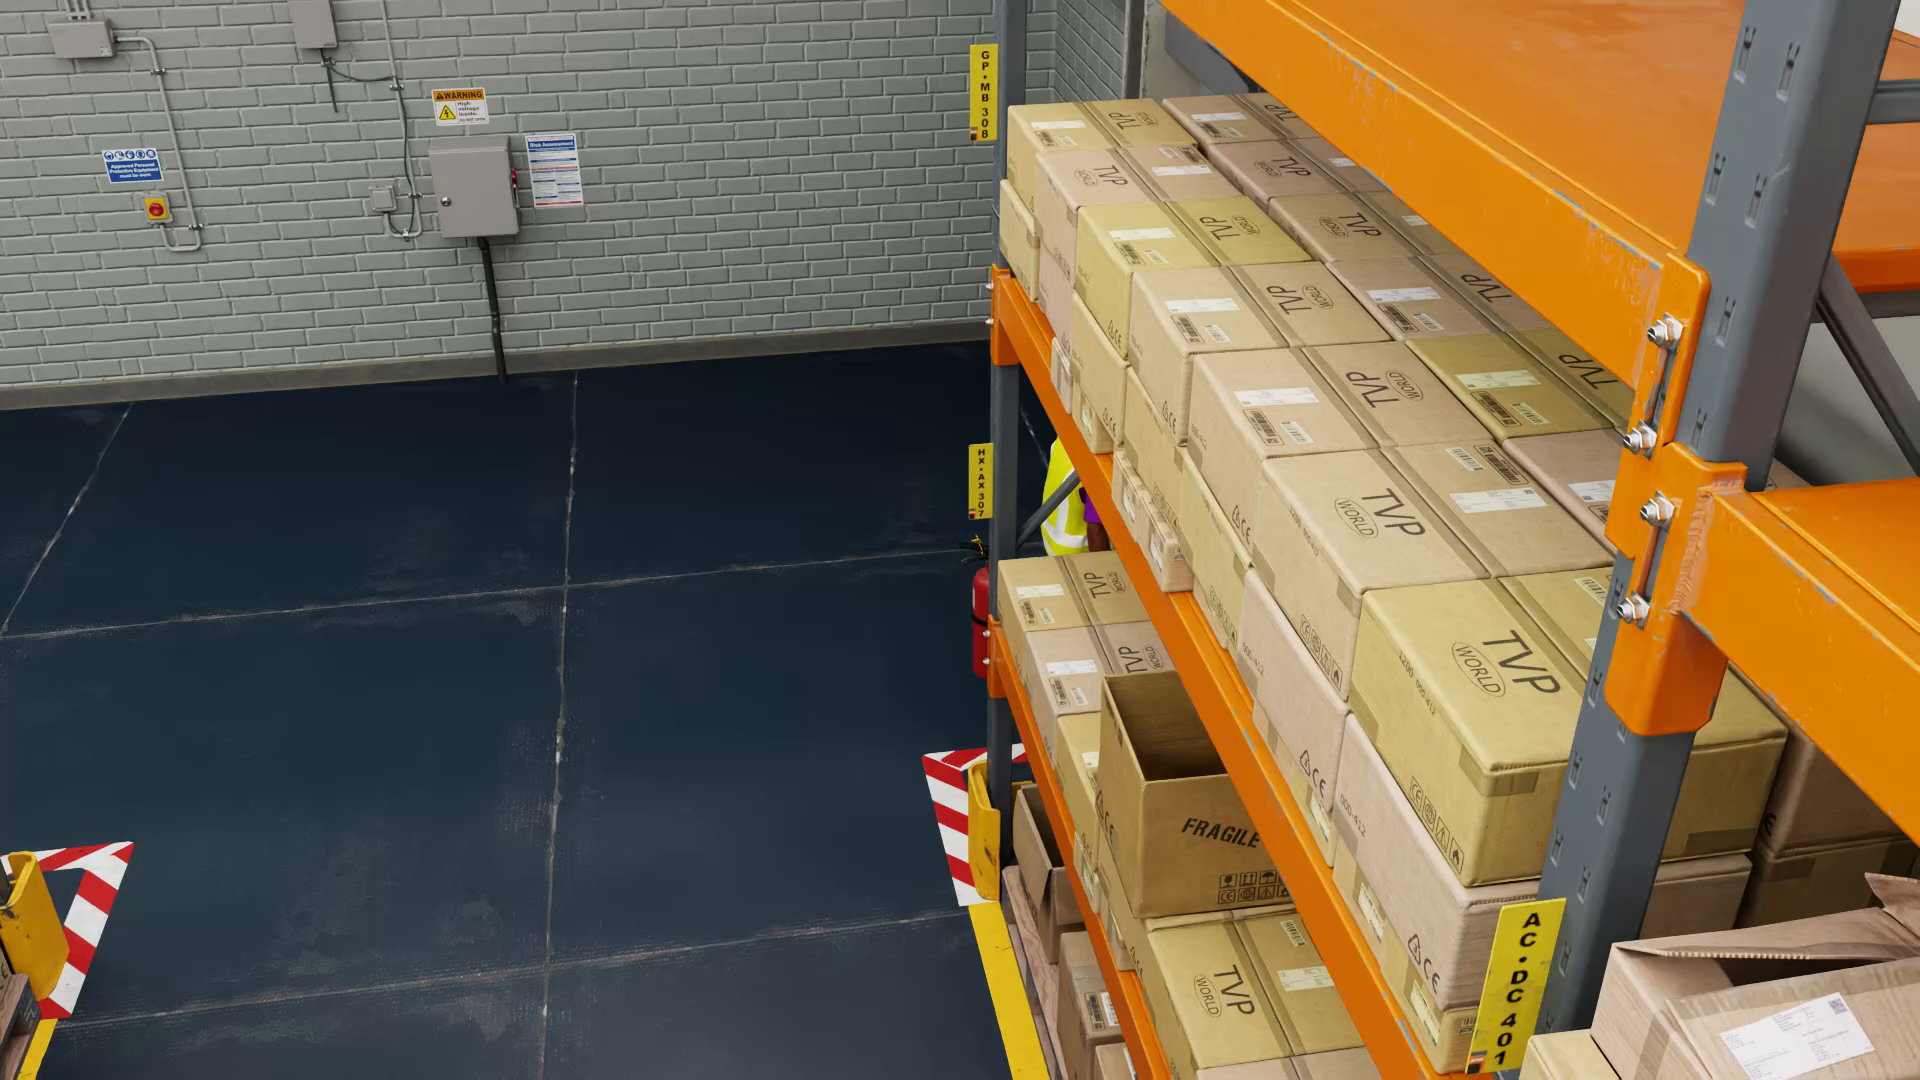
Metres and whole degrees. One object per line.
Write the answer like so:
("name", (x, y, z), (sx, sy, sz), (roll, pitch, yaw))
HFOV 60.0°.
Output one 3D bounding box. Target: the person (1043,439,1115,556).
("person", (0.642, 0.048, 8.037), (0.459, 1.761, 0.627), (-5, 31, -9))
